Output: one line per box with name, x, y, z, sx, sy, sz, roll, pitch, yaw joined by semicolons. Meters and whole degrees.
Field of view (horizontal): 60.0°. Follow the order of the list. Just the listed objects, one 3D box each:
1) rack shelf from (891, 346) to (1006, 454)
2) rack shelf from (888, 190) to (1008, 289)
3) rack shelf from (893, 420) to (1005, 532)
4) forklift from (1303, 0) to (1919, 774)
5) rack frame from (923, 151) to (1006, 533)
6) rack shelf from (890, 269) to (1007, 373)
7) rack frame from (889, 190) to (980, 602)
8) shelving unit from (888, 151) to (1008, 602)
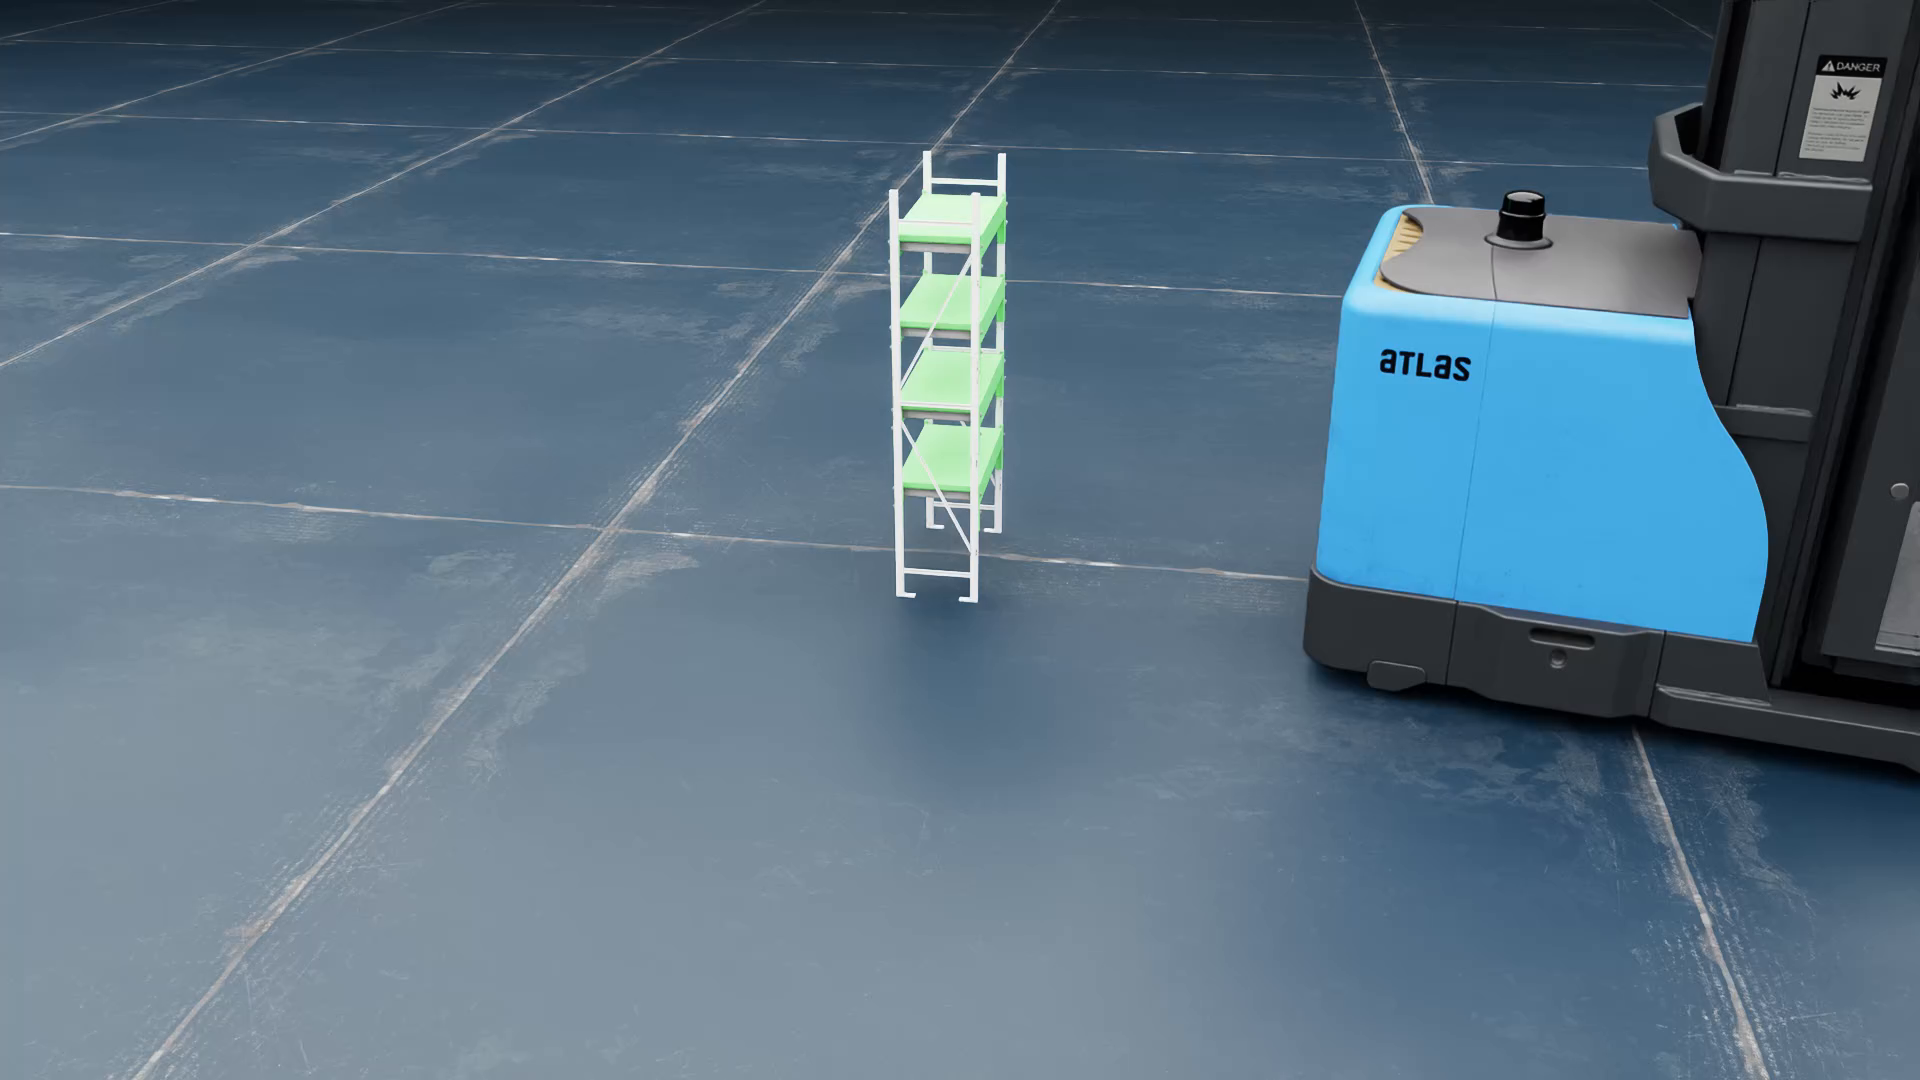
rack shelf;-0.027;-0.416;4.875;0.258;0.148;0.480;4;25;9
rack shelf;-0.027;-0.851;4.671;0.258;0.148;0.480;4;25;9
rack shelf;-0.027;-0.199;4.977;0.258;0.148;0.480;4;25;9
forklift;2.493;-0.940;3.801;3.031;2.935;1.130;8;26;17
rack frame;0.013;-0.576;5.066;0.240;1.200;0.015;4;25;9
rack shelf;-0.027;-0.634;4.773;0.258;0.148;0.480;4;25;9
rack frame;-0.067;-0.372;4.630;0.240;1.200;0.015;4;25;9
shelving unit;-0.027;-0.474;4.848;0.258;1.200;0.503;4;25;9
